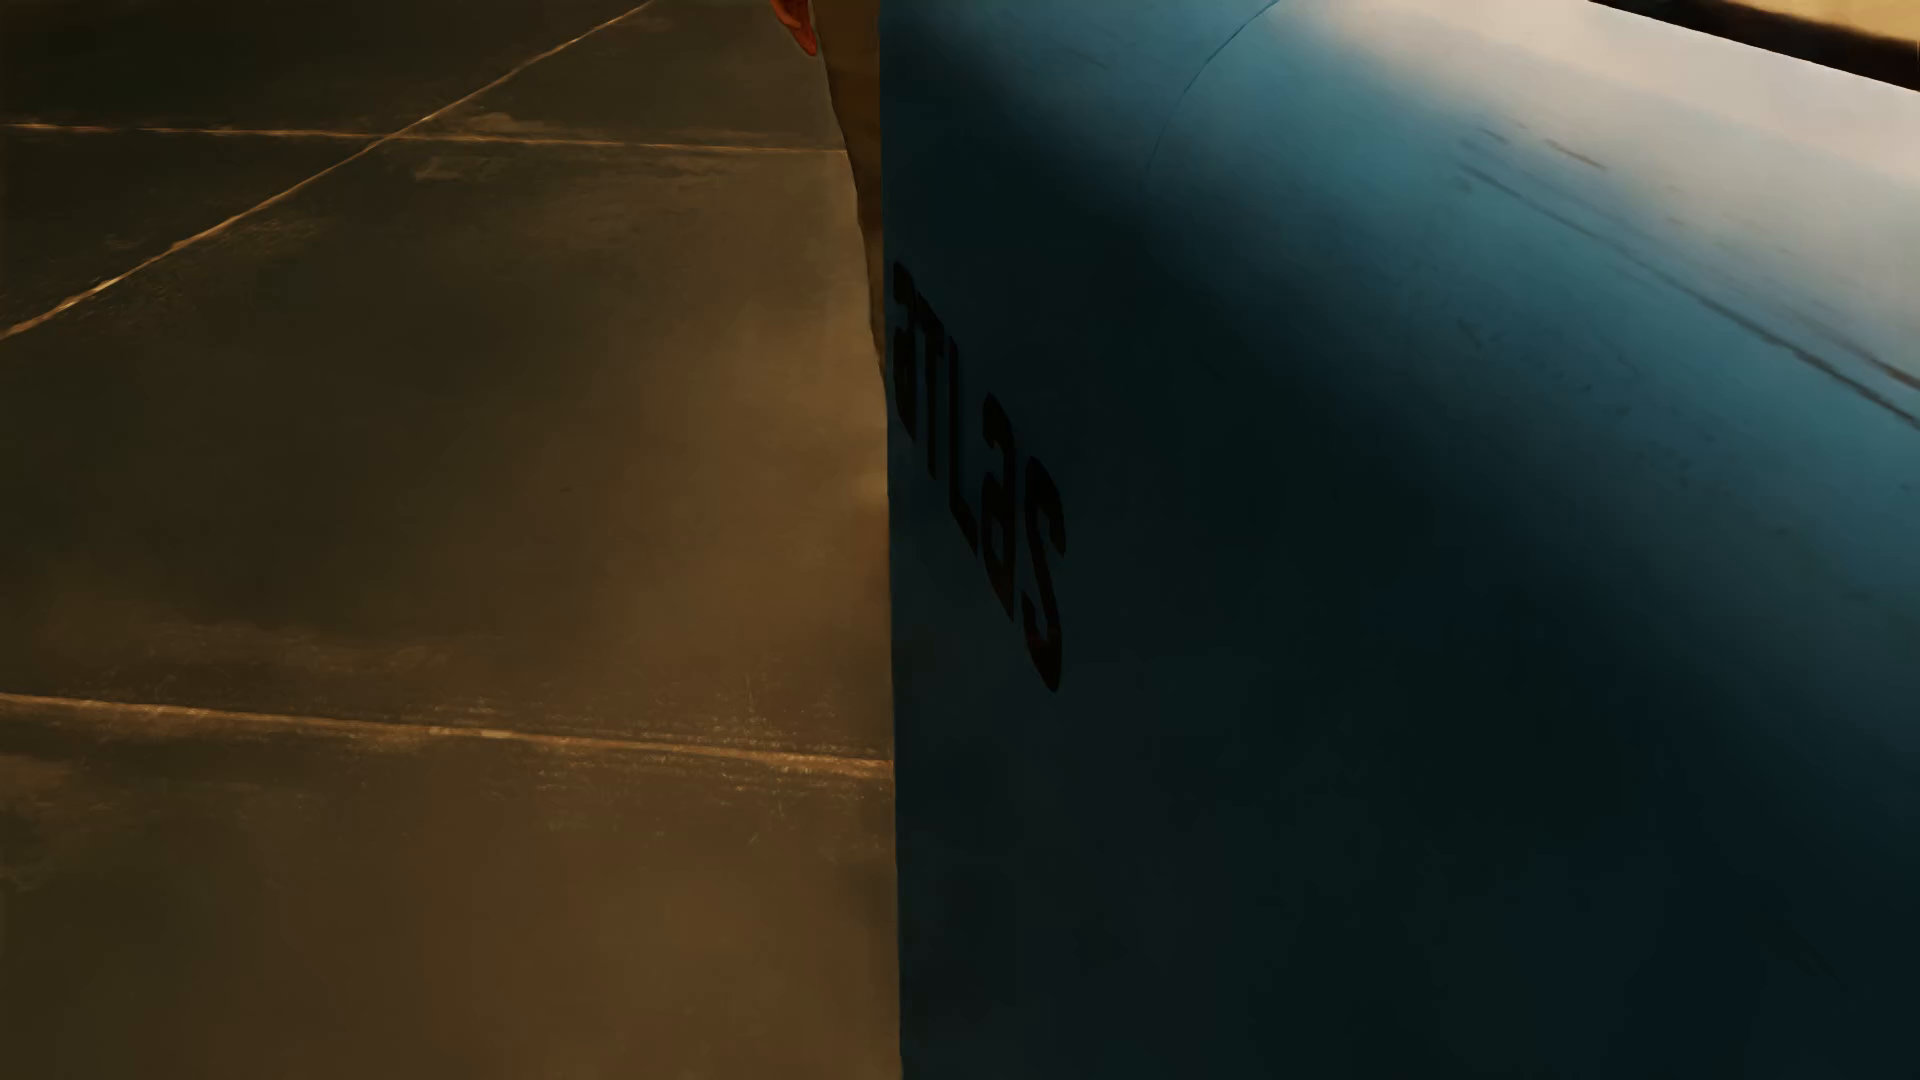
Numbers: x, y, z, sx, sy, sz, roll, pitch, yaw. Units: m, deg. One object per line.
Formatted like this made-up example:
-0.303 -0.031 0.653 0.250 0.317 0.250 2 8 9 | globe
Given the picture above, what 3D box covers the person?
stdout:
0.033 -0.785 2.190 0.598 1.669 0.529 3 27 7 | person
